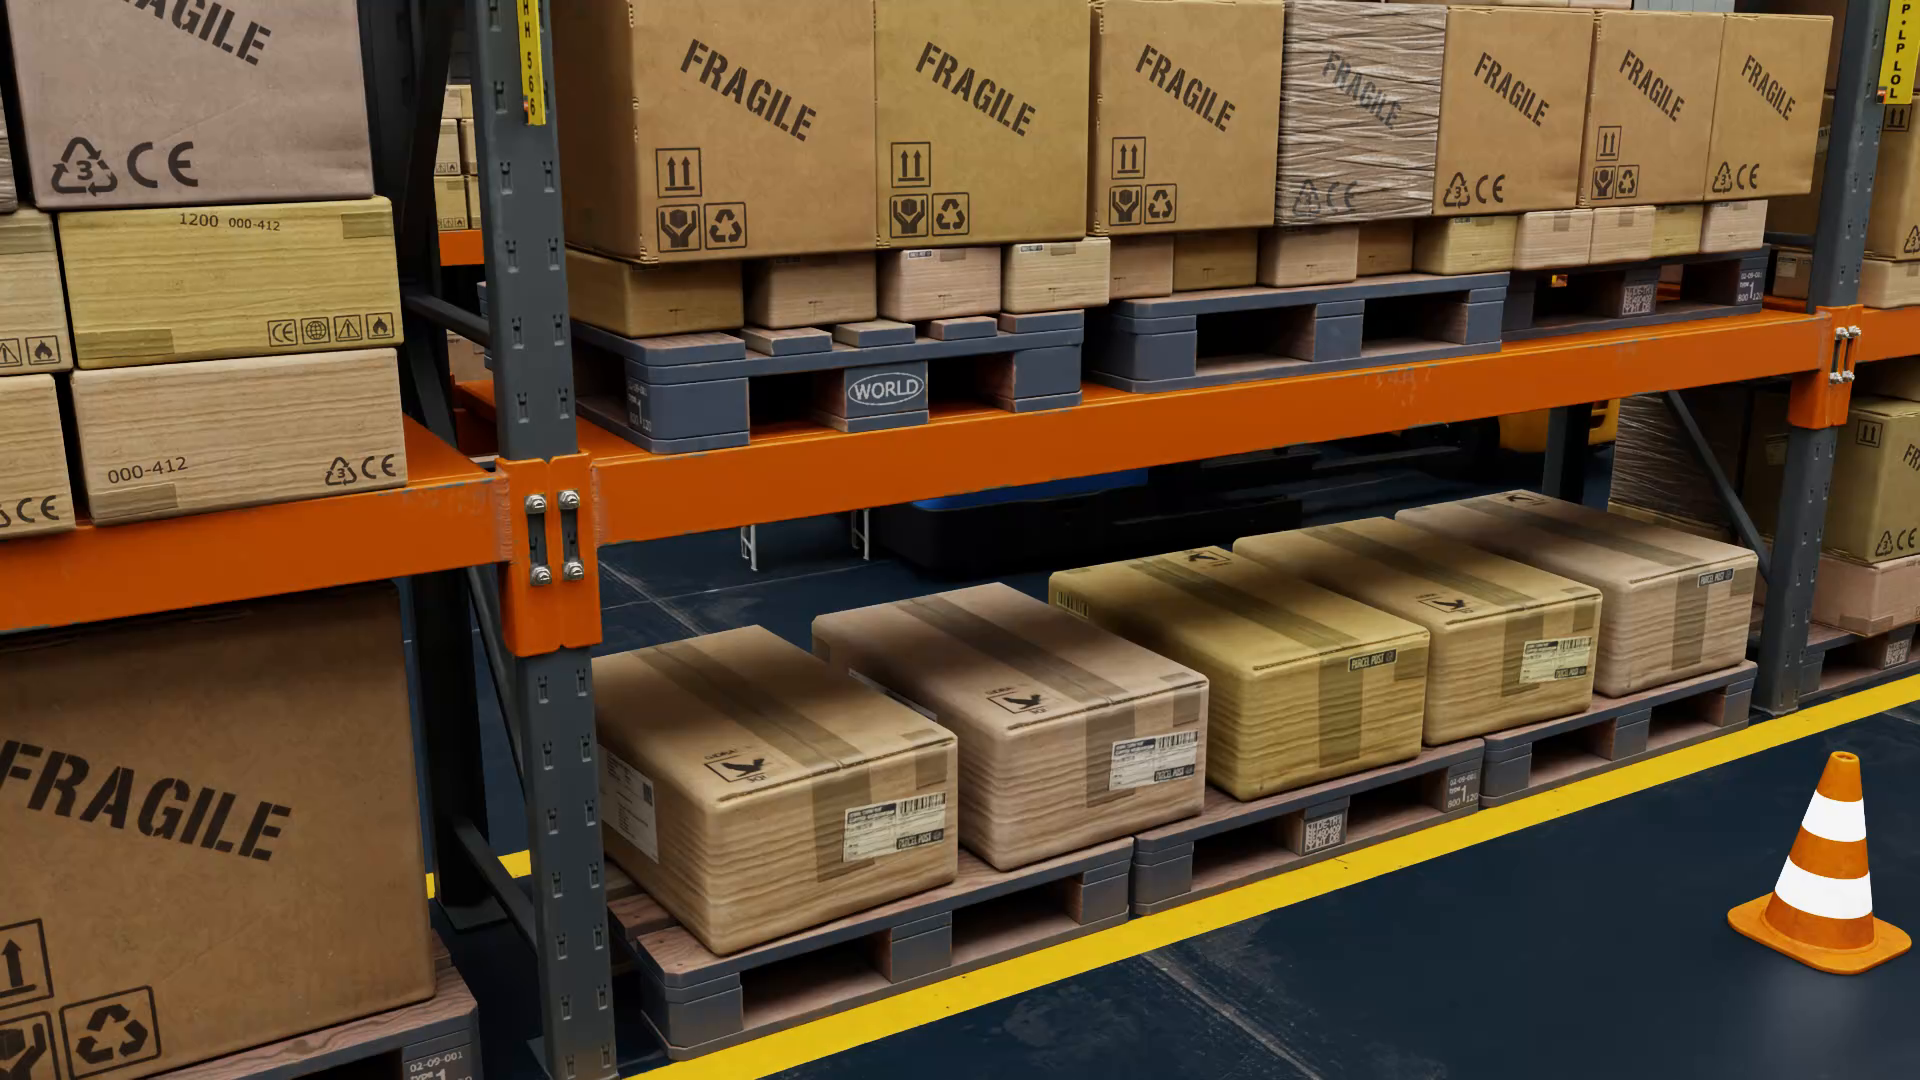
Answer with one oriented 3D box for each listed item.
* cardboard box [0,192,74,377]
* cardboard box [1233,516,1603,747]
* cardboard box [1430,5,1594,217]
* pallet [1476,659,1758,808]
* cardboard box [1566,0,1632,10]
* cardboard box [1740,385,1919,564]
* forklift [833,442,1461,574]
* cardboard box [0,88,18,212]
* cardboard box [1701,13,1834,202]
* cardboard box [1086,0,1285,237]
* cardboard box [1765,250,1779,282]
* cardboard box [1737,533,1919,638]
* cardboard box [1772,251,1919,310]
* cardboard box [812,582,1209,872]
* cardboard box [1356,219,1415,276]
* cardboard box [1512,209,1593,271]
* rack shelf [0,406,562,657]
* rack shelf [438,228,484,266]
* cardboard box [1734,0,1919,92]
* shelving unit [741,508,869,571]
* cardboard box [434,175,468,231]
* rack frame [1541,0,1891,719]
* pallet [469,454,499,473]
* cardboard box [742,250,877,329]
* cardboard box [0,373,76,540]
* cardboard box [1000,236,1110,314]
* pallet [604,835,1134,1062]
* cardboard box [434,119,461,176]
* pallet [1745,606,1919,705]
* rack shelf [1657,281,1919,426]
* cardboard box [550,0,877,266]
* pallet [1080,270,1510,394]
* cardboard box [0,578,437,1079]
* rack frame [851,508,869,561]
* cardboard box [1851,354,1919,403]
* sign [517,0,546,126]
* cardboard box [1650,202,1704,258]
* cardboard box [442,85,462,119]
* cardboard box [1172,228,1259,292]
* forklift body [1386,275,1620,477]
[{"bbox_3d":[-1.735,-0.405,2.650,0.500,0.250,0.500,-10,18,-31],"label":"cardboard box"},{"bbox_3d":[1.353,0.246,5.064,0.625,0.372,0.950,-8,18,-26],"label":"cardboard box"},{"bbox_3d":[1.268,-1.128,4.361,0.500,0.500,0.500,-9,18,-28],"label":"cardboard box"},{"bbox_3d":[1.749,0.460,5.377,1.213,0.211,1.003,-9,18,-30],"label":"pallet"},{"bbox_3d":[1.552,-1.482,4.422,0.250,0.149,0.380,-10,18,-31],"label":"cardboard box"},{"bbox_3d":[3.061,-0.250,5.671,0.500,0.500,0.500,-8,18,-27],"label":"cardboard box"},{"bbox_3d":[0.970,-1.533,7.447,3.031,2.935,1.130,-8,18,-26],"label":"forklift"},{"bbox_3d":[-1.757,-0.759,2.522,0.500,0.500,0.500,-9,18,-29],"label":"cardboard box"},{"bbox_3d":[2.138,-1.267,4.859,0.500,0.500,0.500,-10,18,-31],"label":"cardboard box"},{"bbox_3d":[0.387,-0.987,3.859,0.500,0.500,0.500,-9,18,-29],"label":"cardboard box"},{"bbox_3d":[2.745,-1.022,5.962,0.250,0.149,0.380,-9,18,-28],"label":"cardboard box"},{"bbox_3d":[3.061,0.111,5.772,0.500,0.250,0.500,-10,19,-32],"label":"cardboard box"},{"bbox_3d":[2.851,-0.840,5.313,0.250,0.149,0.380,-9,18,-30],"label":"cardboard box"},{"bbox_3d":[0.105,0.447,4.347,0.625,0.372,0.950,-10,18,-31],"label":"cardboard box"},{"bbox_3d":[0.956,-0.786,4.342,0.250,0.149,0.380,-10,18,-32],"label":"cardboard box"},{"bbox_3d":[1.463,-0.824,4.479,0.250,0.149,0.380,-9,18,-29],"label":"cardboard box"},{"bbox_3d":[-2.727,0.189,2.510,4.000,0.370,1.077,-9,18,-30],"label":"rack shelf"},{"bbox_3d":[-1.858,-1.515,8.588,4.000,0.370,1.077,-9,18,-30],"label":"rack shelf"},{"bbox_3d":[2.905,-1.675,5.239,0.500,0.500,0.700,-9,18,-30],"label":"cardboard box"},{"bbox_3d":[-0.663,-0.498,6.964,0.503,1.200,0.258,-5,16,-17],"label":"shelving unit"},{"bbox_3d":[-2.633,-1.585,7.783,0.500,0.250,0.500,-10,18,-31],"label":"cardboard box"},{"bbox_3d":[2.416,-0.991,5.388,0.127,3.000,1.000,-9,18,-30],"label":"rack frame"},{"bbox_3d":[-2.847,-0.346,8.252,1.213,0.211,1.003,-9,18,-30],"label":"pallet"},{"bbox_3d":[-0.379,-0.550,3.502,0.250,0.149,0.380,-11,19,-33],"label":"cardboard box"},{"bbox_3d":[-1.742,-0.158,2.693,0.500,0.250,0.500,-9,18,-29],"label":"cardboard box"},{"bbox_3d":[0.126,-0.611,3.719,0.250,0.149,0.380,-9,18,-29],"label":"cardboard box"},{"bbox_3d":[-0.342,0.799,4.167,1.213,0.211,1.003,-9,18,-30],"label":"pallet"},{"bbox_3d":[-2.636,-1.826,7.718,0.500,0.250,0.500,-9,18,-28],"label":"cardboard box"},{"bbox_3d":[2.973,0.250,6.127,1.213,0.211,1.003,-9,18,-30],"label":"pallet"},{"bbox_3d":[4.130,-0.923,6.477,4.000,0.370,1.077,-9,18,-30],"label":"rack shelf"},{"bbox_3d":[-0.508,-0.838,3.326,0.500,0.500,0.500,-10,18,-31],"label":"cardboard box"},{"bbox_3d":[0.663,-0.627,4.446,1.213,0.211,1.003,-9,18,-30],"label":"pallet"},{"bbox_3d":[-1.648,0.463,3.361,0.875,0.875,0.875,-9,18,-30],"label":"cardboard box"},{"bbox_3d":[-0.431,-0.519,7.038,0.015,1.200,0.240,-5,16,-17],"label":"rack frame"},{"bbox_3d":[3.199,-0.566,5.596,0.250,0.149,0.380,-9,18,-29],"label":"cardboard box"},{"bbox_3d":[-0.724,-0.865,2.792,0.005,0.325,0.100,-9,18,-30],"label":"sign"},{"bbox_3d":[1.882,-0.904,4.766,0.250,0.149,0.380,-10,18,-31],"label":"cardboard box"},{"bbox_3d":[-2.495,-2.038,7.735,0.250,0.149,0.380,-9,18,-29],"label":"cardboard box"},{"bbox_3d":[0.514,-0.711,4.075,0.250,0.149,0.380,-8,18,-28],"label":"cardboard box"},{"bbox_3d":[2.599,-1.601,9.135,1.214,2.155,2.313,-9,18,-30],"label":"forklift body"}]
